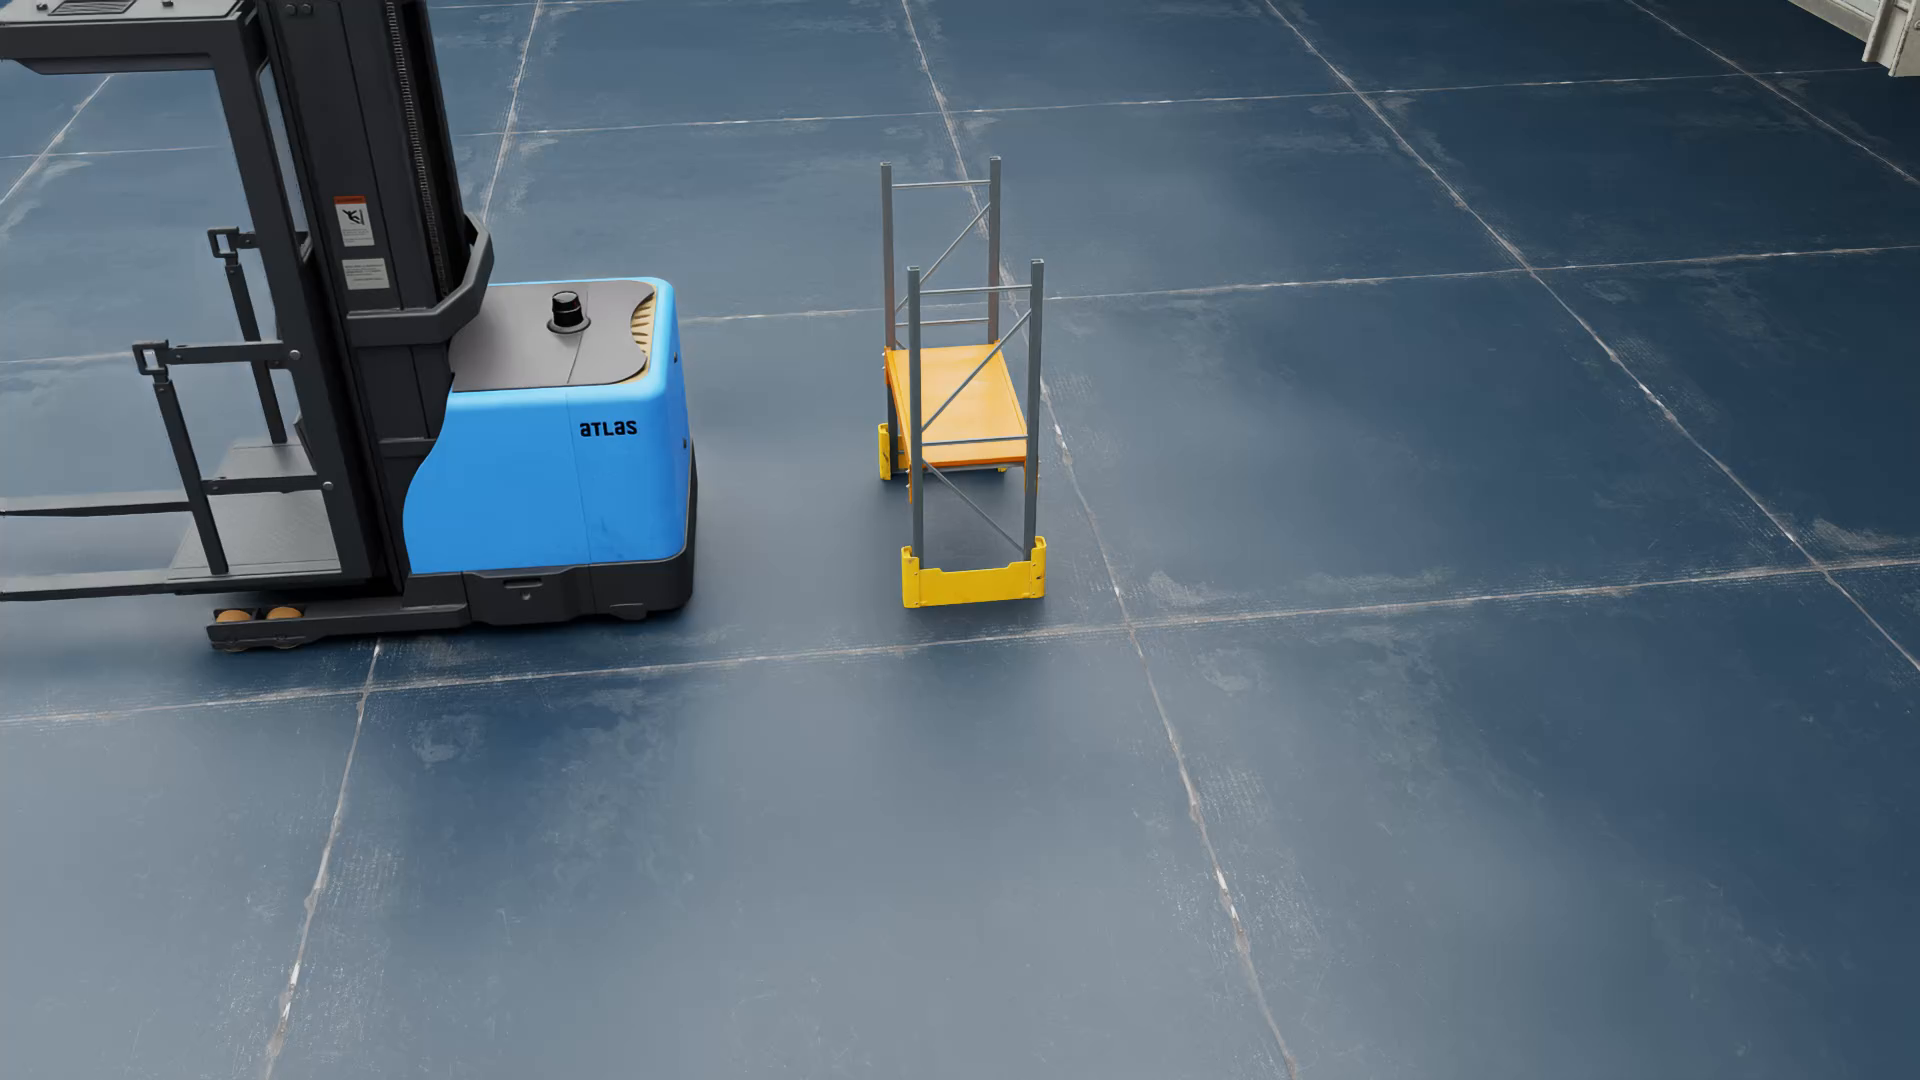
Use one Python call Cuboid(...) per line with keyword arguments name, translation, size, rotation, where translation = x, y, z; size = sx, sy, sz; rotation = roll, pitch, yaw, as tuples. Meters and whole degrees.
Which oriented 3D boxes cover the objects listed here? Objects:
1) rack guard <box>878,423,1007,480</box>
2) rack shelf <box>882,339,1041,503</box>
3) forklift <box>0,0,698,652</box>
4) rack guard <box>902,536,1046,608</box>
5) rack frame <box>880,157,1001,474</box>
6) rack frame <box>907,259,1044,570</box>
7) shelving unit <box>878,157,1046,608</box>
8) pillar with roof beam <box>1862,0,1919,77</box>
Cuboid(name="rack guard", translation=(-0.077, -0.424, 7.650), size=(0.587, 0.250, 0.087), rotation=(-4, 35, -6))
Cuboid(name="rack shelf", translation=(-0.011, -0.519, 6.999), size=(0.538, 0.185, 1.000), rotation=(-4, 35, -6))
Cuboid(name="forklift", translation=(-2.645, -1.081, 6.234), size=(3.031, 2.935, 1.130), rotation=(-3, 34, -5))
Cuboid(name="rack guard", translation=(0.057, 0.132, 6.834), size=(0.587, 0.250, 0.087), rotation=(-4, 35, -6))
Cuboid(name="rack frame", translation=(-0.080, -0.951, 7.314), size=(0.500, 1.500, 0.032), rotation=(-4, 35, -6))
Cuboid(name="rack frame", translation=(0.057, -0.384, 6.481), size=(0.500, 1.500, 0.032), rotation=(-4, 35, -6))
Cuboid(name="shelving unit", translation=(-0.010, -0.662, 6.890), size=(0.587, 1.500, 1.083), rotation=(-4, 35, -6))
Cuboid(name="pillar with roof beam", translation=(2.736, -6.932, 9.431), size=(9.100, 9.000, 0.400), rotation=(-4, 35, -6))
